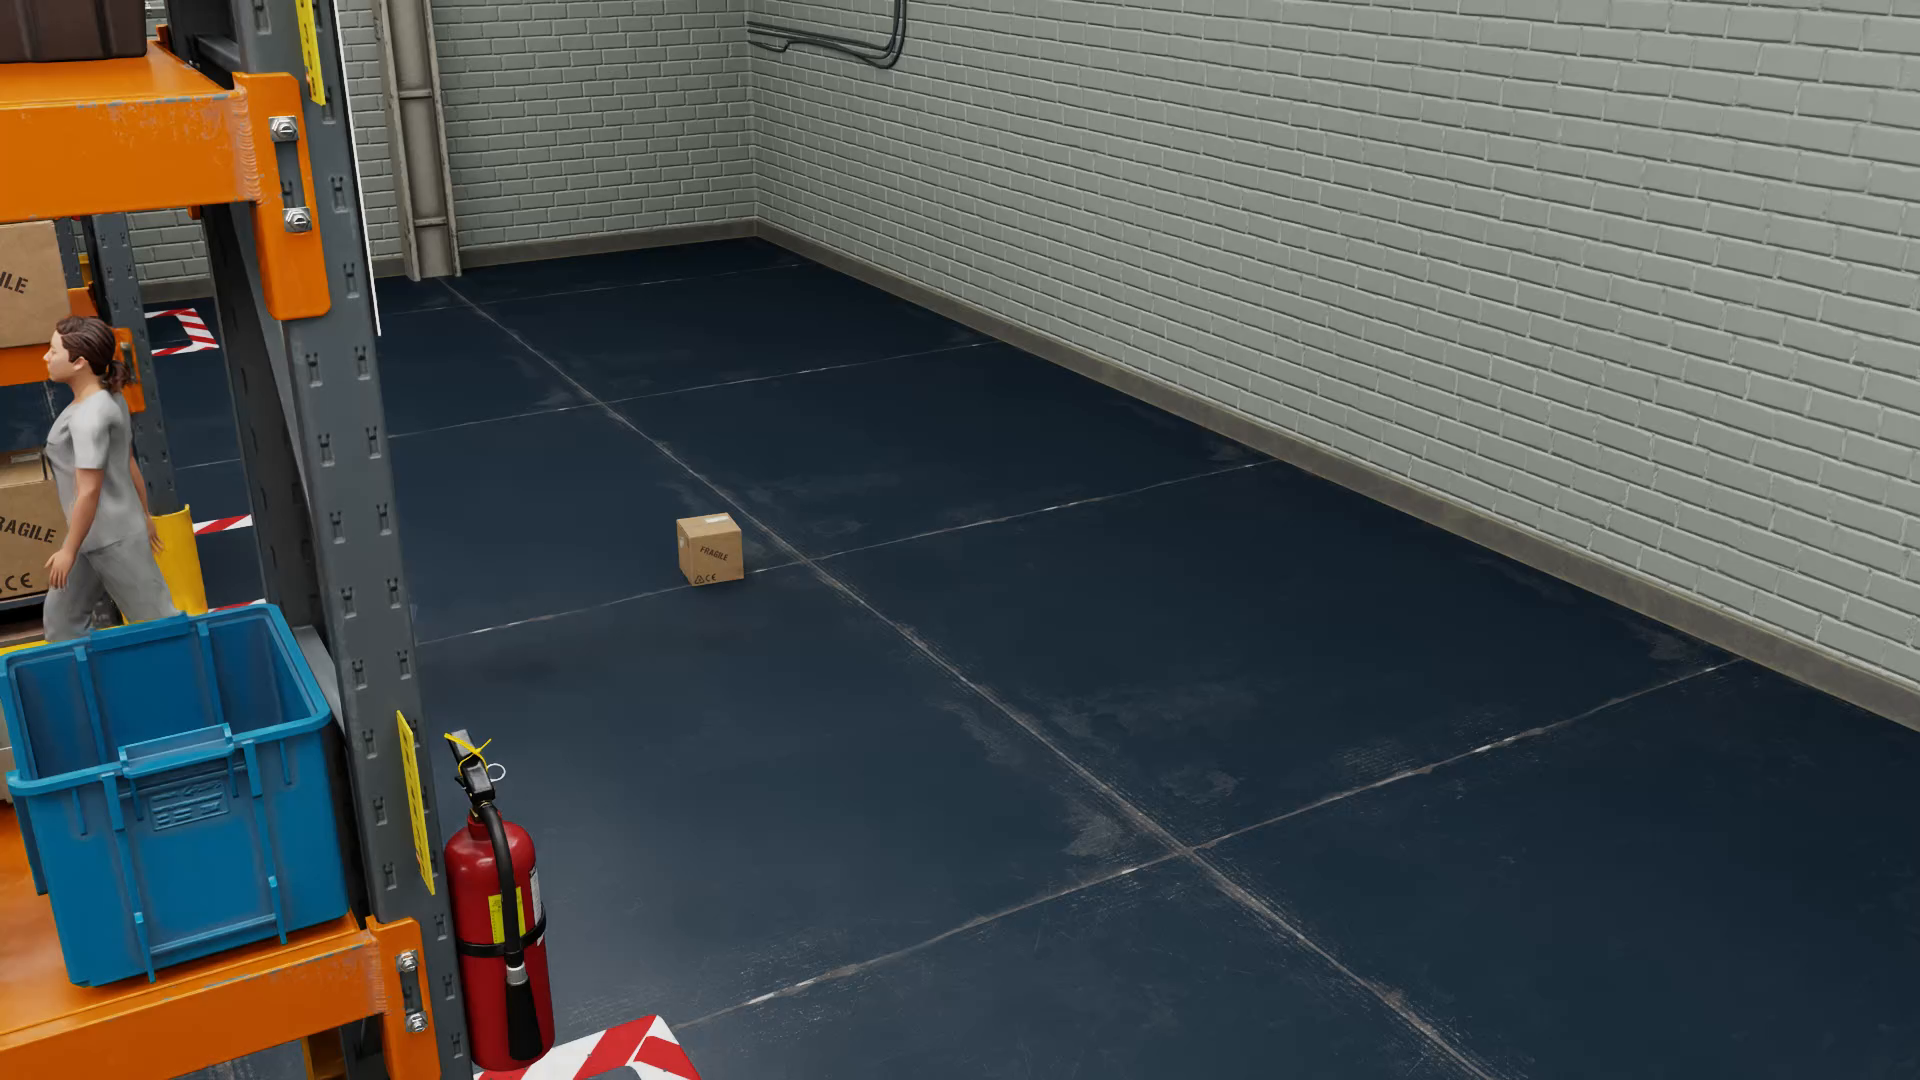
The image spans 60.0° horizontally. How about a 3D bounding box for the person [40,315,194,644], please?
[{"bbox_3d":[-3.116,-0.026,6.153,1.004,1.621,0.455,-9,24,-22],"label":"person"}]
